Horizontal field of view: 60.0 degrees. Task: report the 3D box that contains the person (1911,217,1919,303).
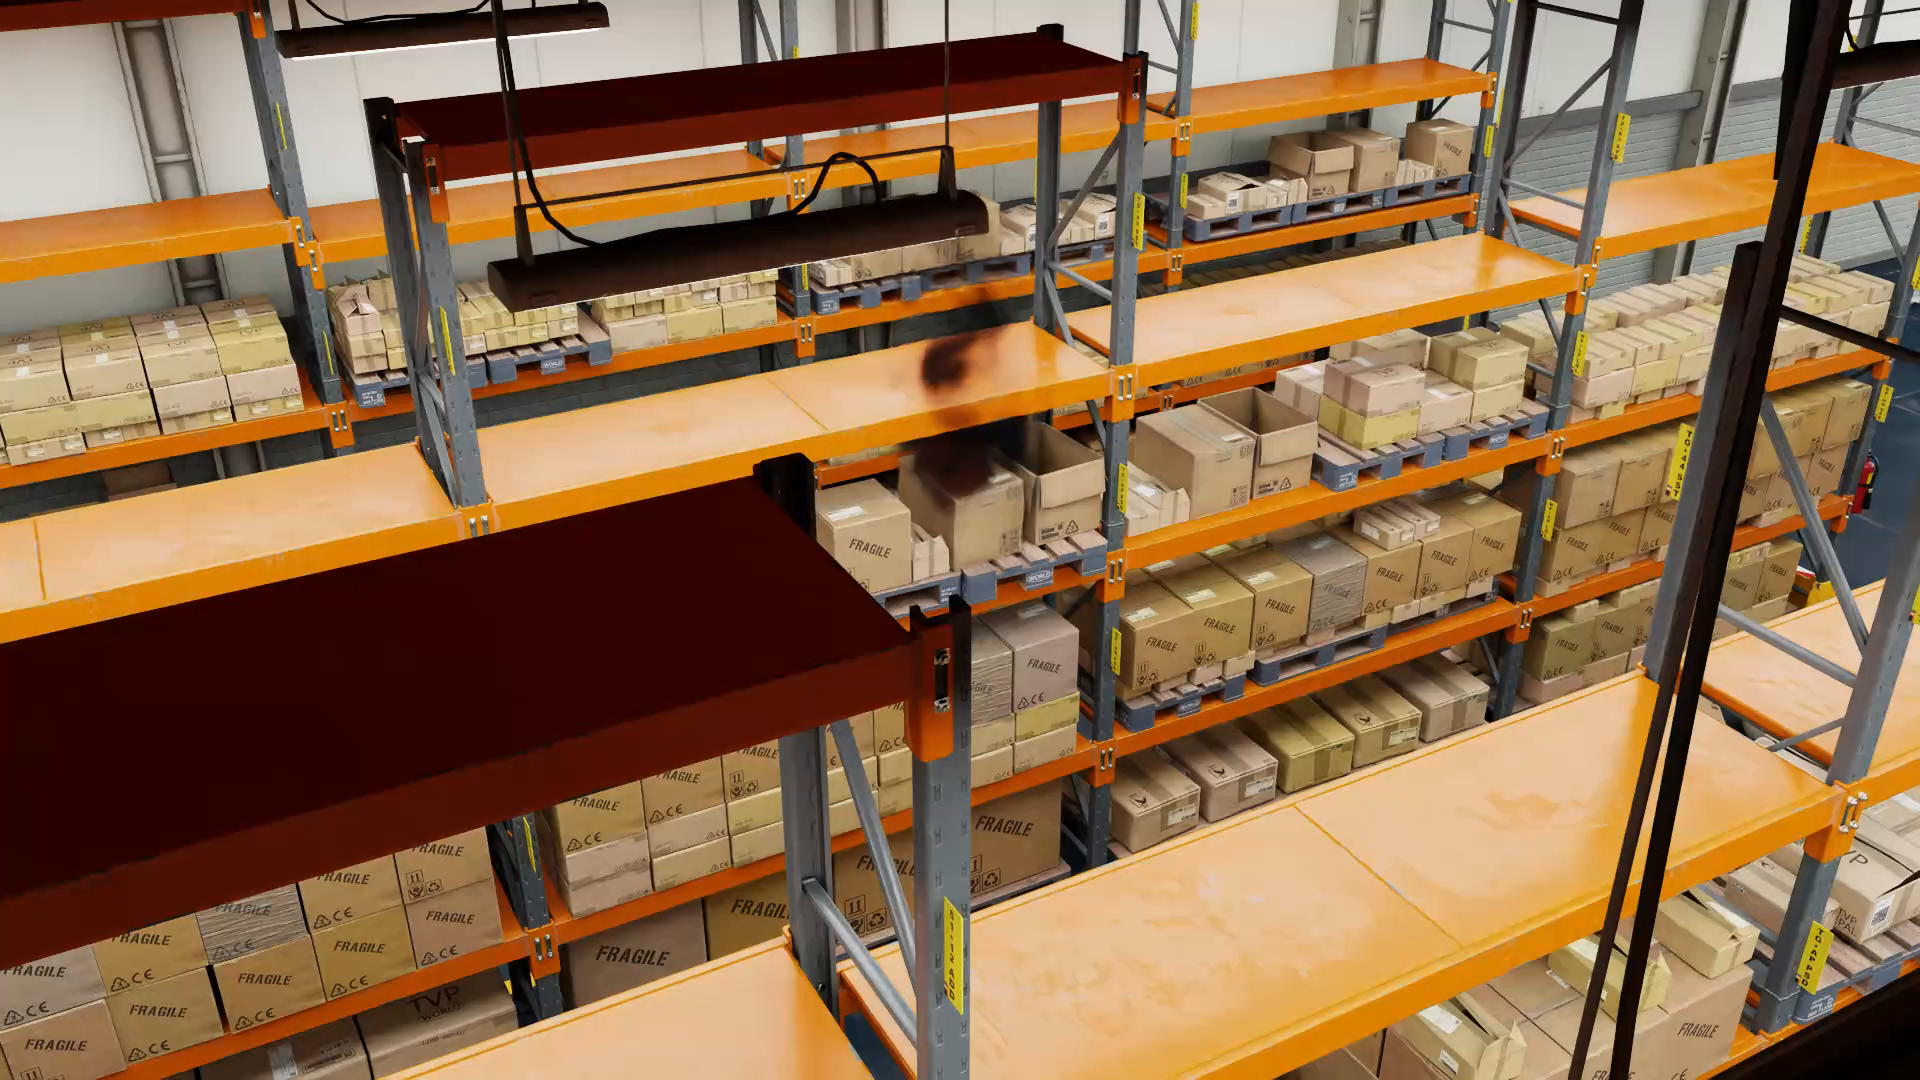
[{"bbox_3d":[13.385,-4.039,22.898,0.682,1.621,0.507,-19,33,-31],"label":"person"}]
